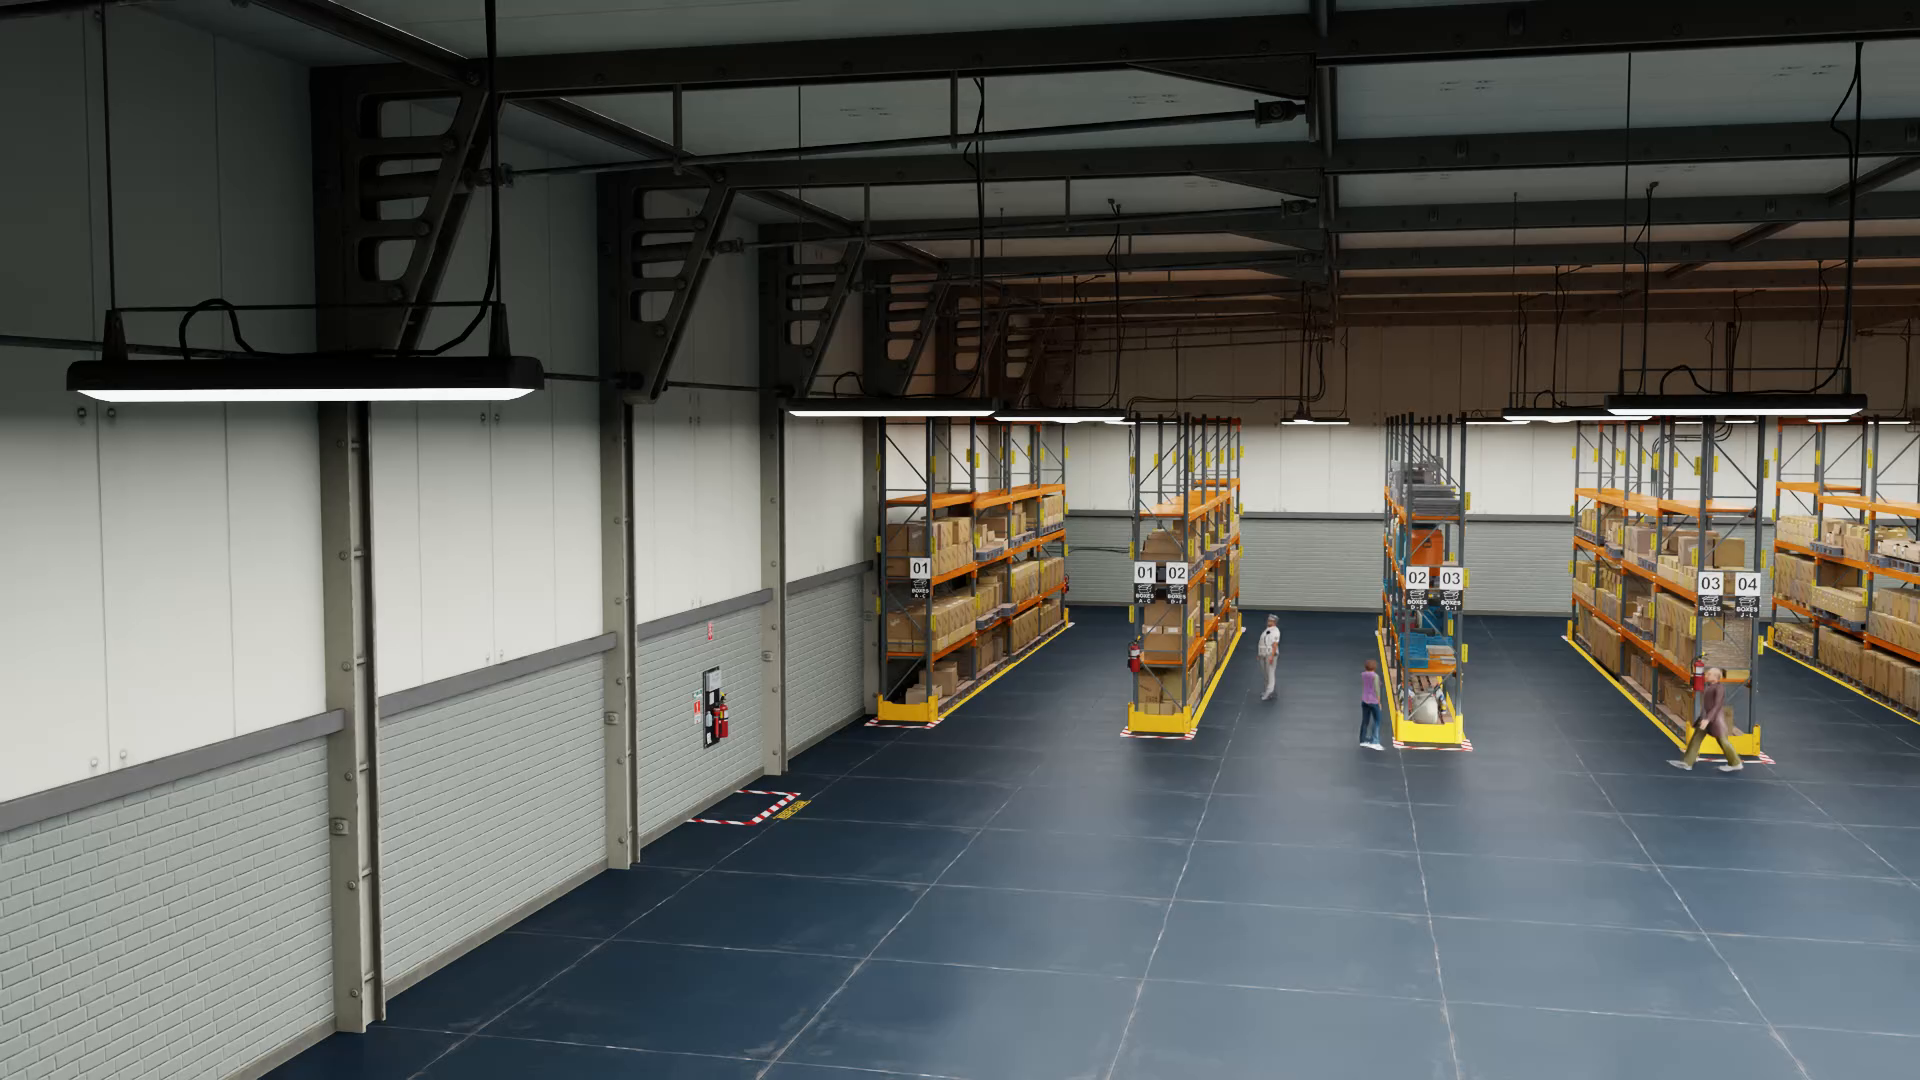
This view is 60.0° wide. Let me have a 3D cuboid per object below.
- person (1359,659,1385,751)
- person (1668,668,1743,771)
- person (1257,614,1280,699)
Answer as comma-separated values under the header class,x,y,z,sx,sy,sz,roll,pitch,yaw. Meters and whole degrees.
class,x,y,z,sx,sy,sz,roll,pitch,yaw
person,7.358,2.925,29.645,0.326,1.618,0.518,-2,4,-29
person,12.411,2.978,27.552,1.096,1.727,0.581,0,4,-7
person,6.525,2.462,35.309,0.558,1.790,0.554,-2,5,-32
